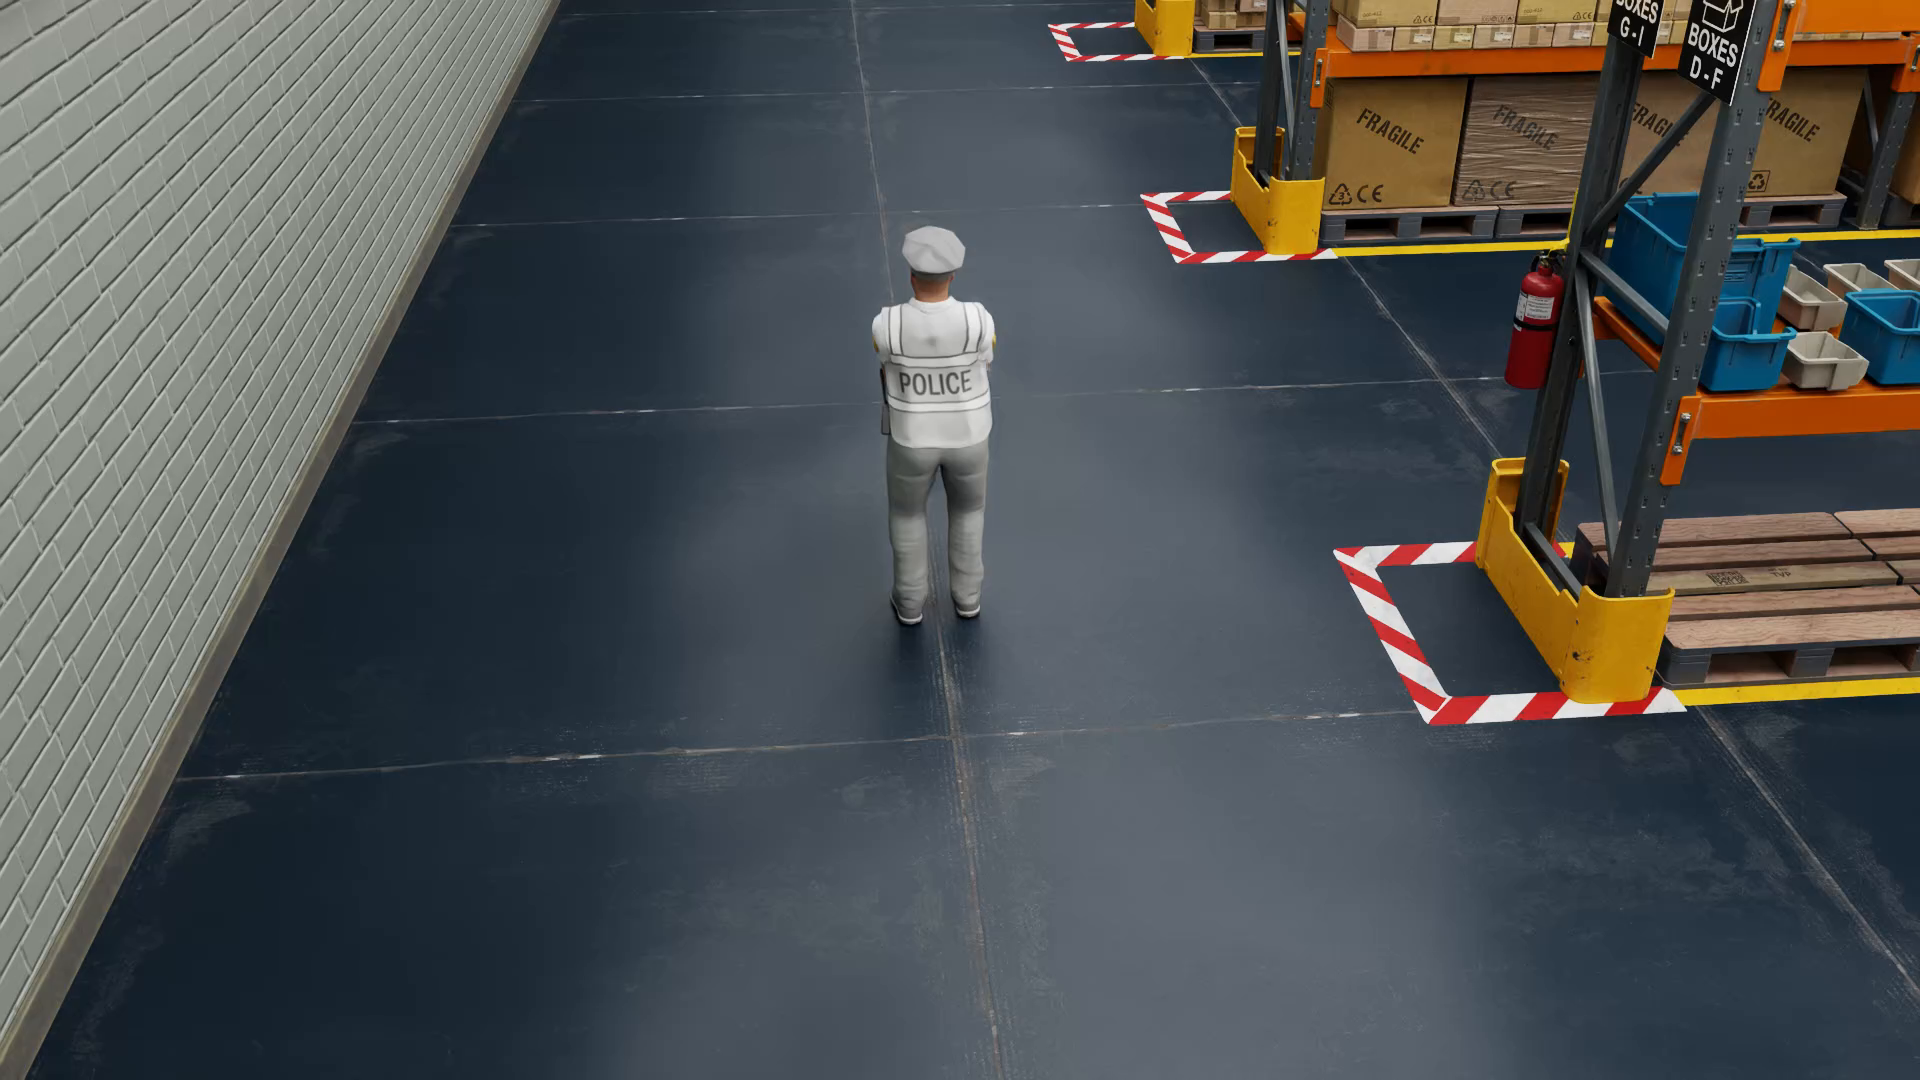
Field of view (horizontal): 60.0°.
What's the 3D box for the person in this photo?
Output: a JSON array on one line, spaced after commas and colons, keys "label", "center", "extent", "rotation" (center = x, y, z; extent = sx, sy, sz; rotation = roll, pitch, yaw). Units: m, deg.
[{"label": "person", "center": [-0.110, -0.486, 6.925], "extent": [0.494, 1.767, 0.563], "rotation": [-2, 31, -4]}]
